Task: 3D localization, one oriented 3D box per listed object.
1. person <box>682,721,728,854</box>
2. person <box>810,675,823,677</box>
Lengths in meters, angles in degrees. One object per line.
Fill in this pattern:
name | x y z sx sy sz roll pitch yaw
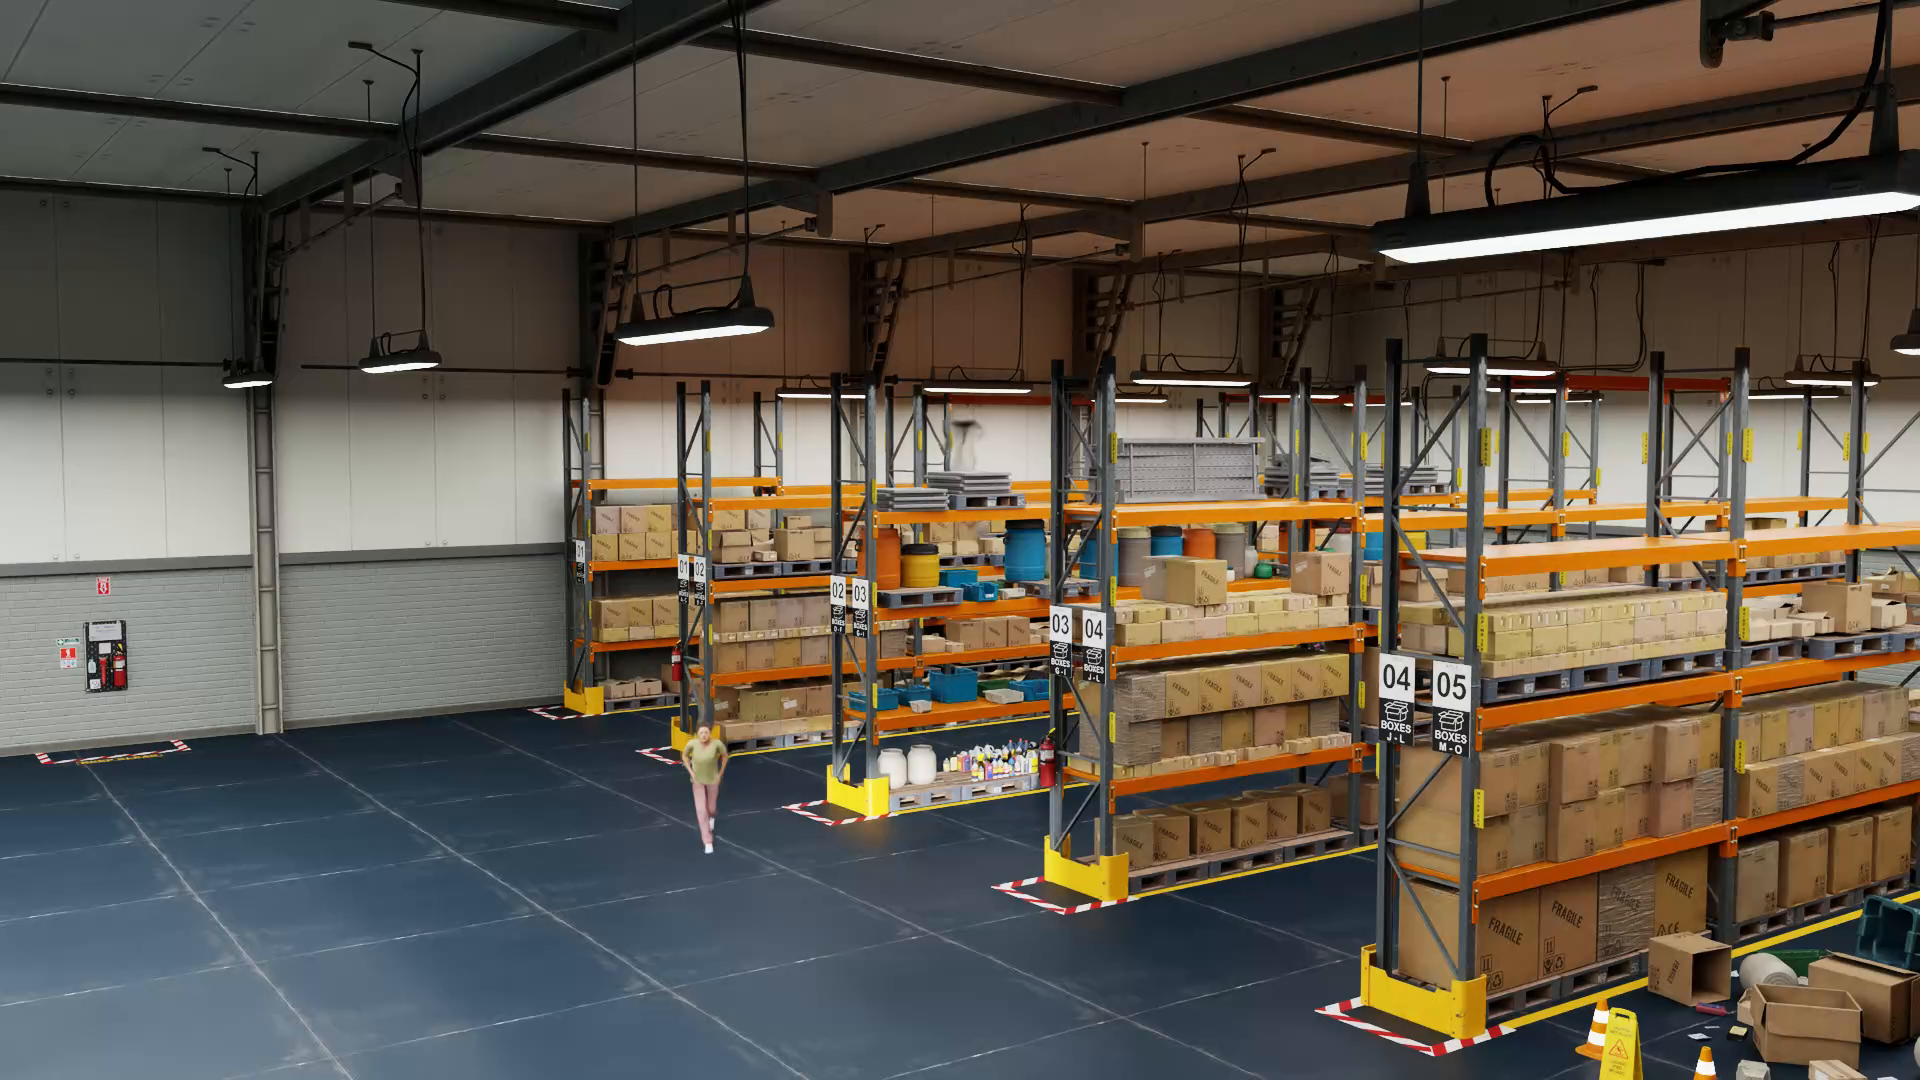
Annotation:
person | -3.184 3.033 20.849 0.565 1.620 0.888 0 4 -2
person | -2.585 2.432 29.959 0.841 1.710 0.499 -3 5 -41
